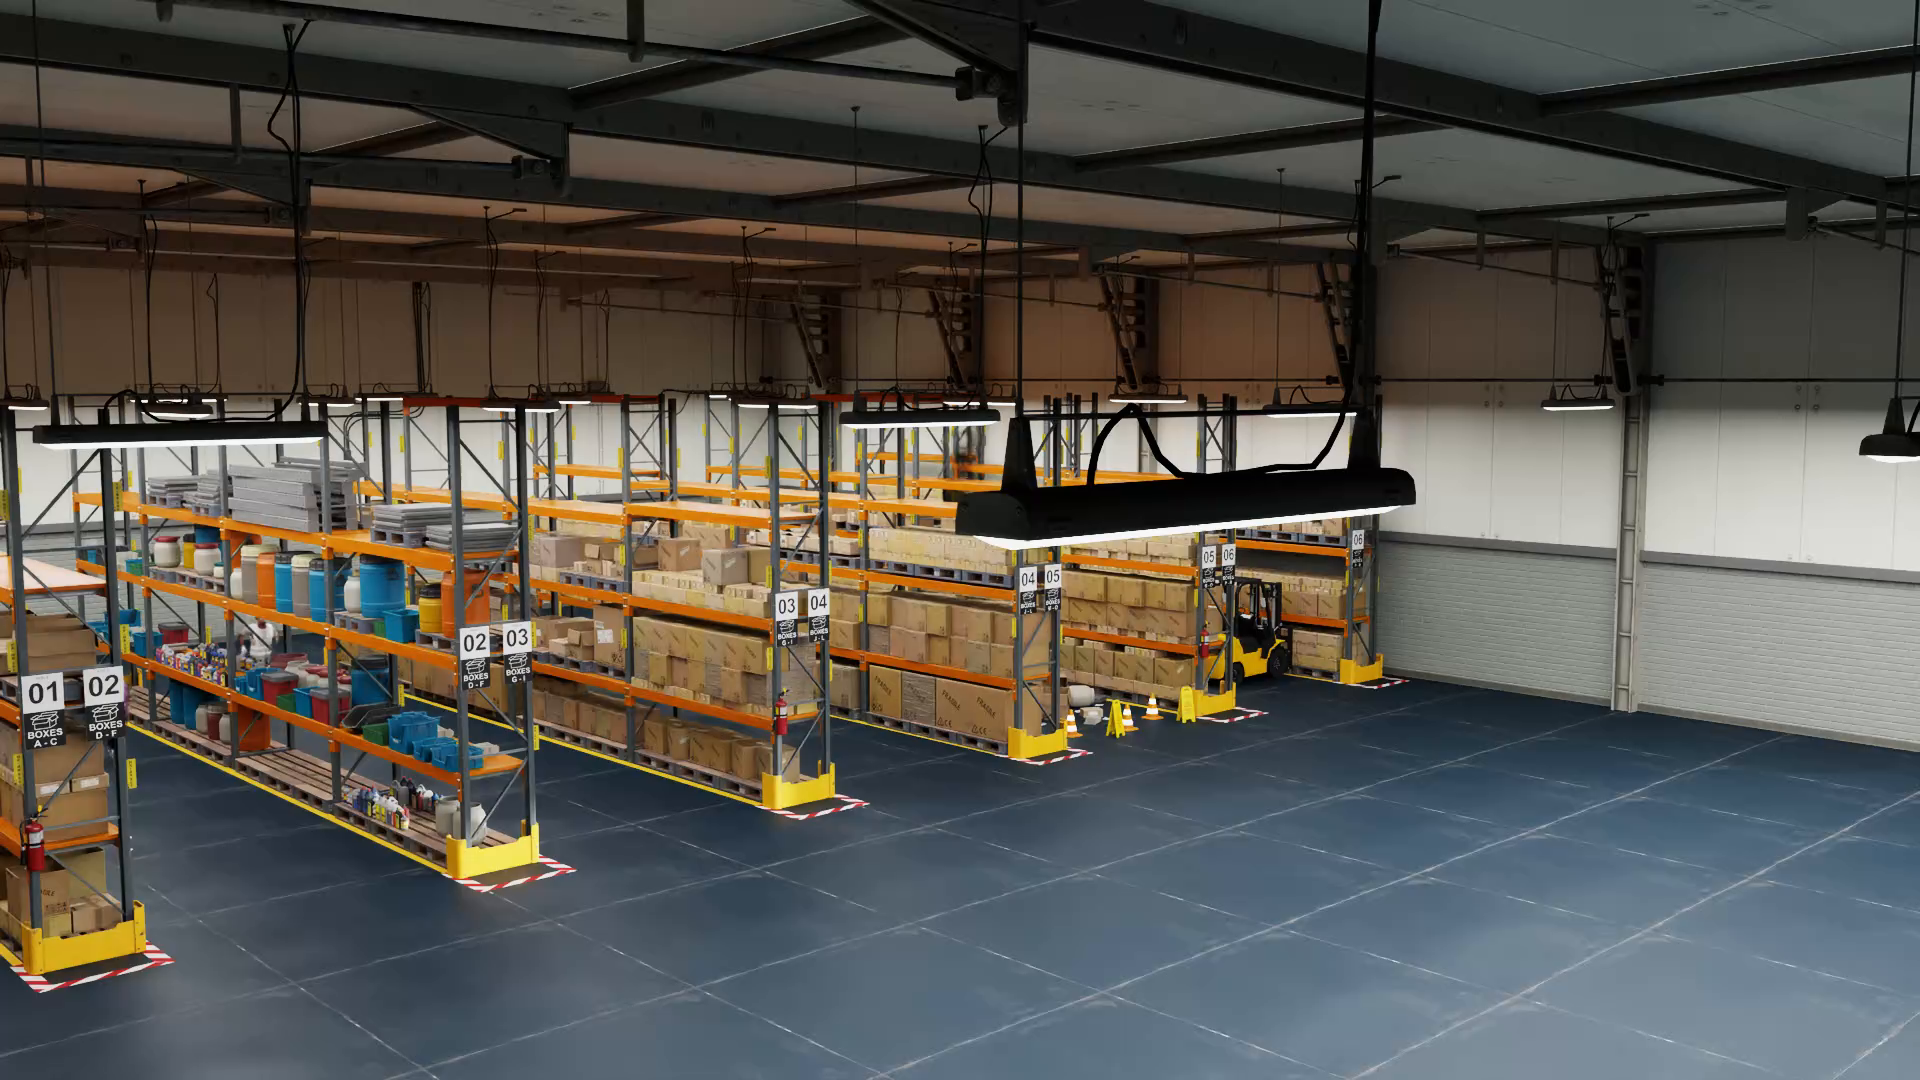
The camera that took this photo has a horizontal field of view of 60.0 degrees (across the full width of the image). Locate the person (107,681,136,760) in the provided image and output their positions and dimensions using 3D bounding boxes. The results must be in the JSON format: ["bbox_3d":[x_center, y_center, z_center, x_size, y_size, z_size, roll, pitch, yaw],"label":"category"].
[{"bbox_3d":[-13.792,2.881,27.199,0.883,1.597,0.529,4,7,38],"label":"person"}]

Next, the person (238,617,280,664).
[{"bbox_3d":[-13.701,2.276,32.596,0.900,1.826,0.668,4,7,33],"label":"person"}]
